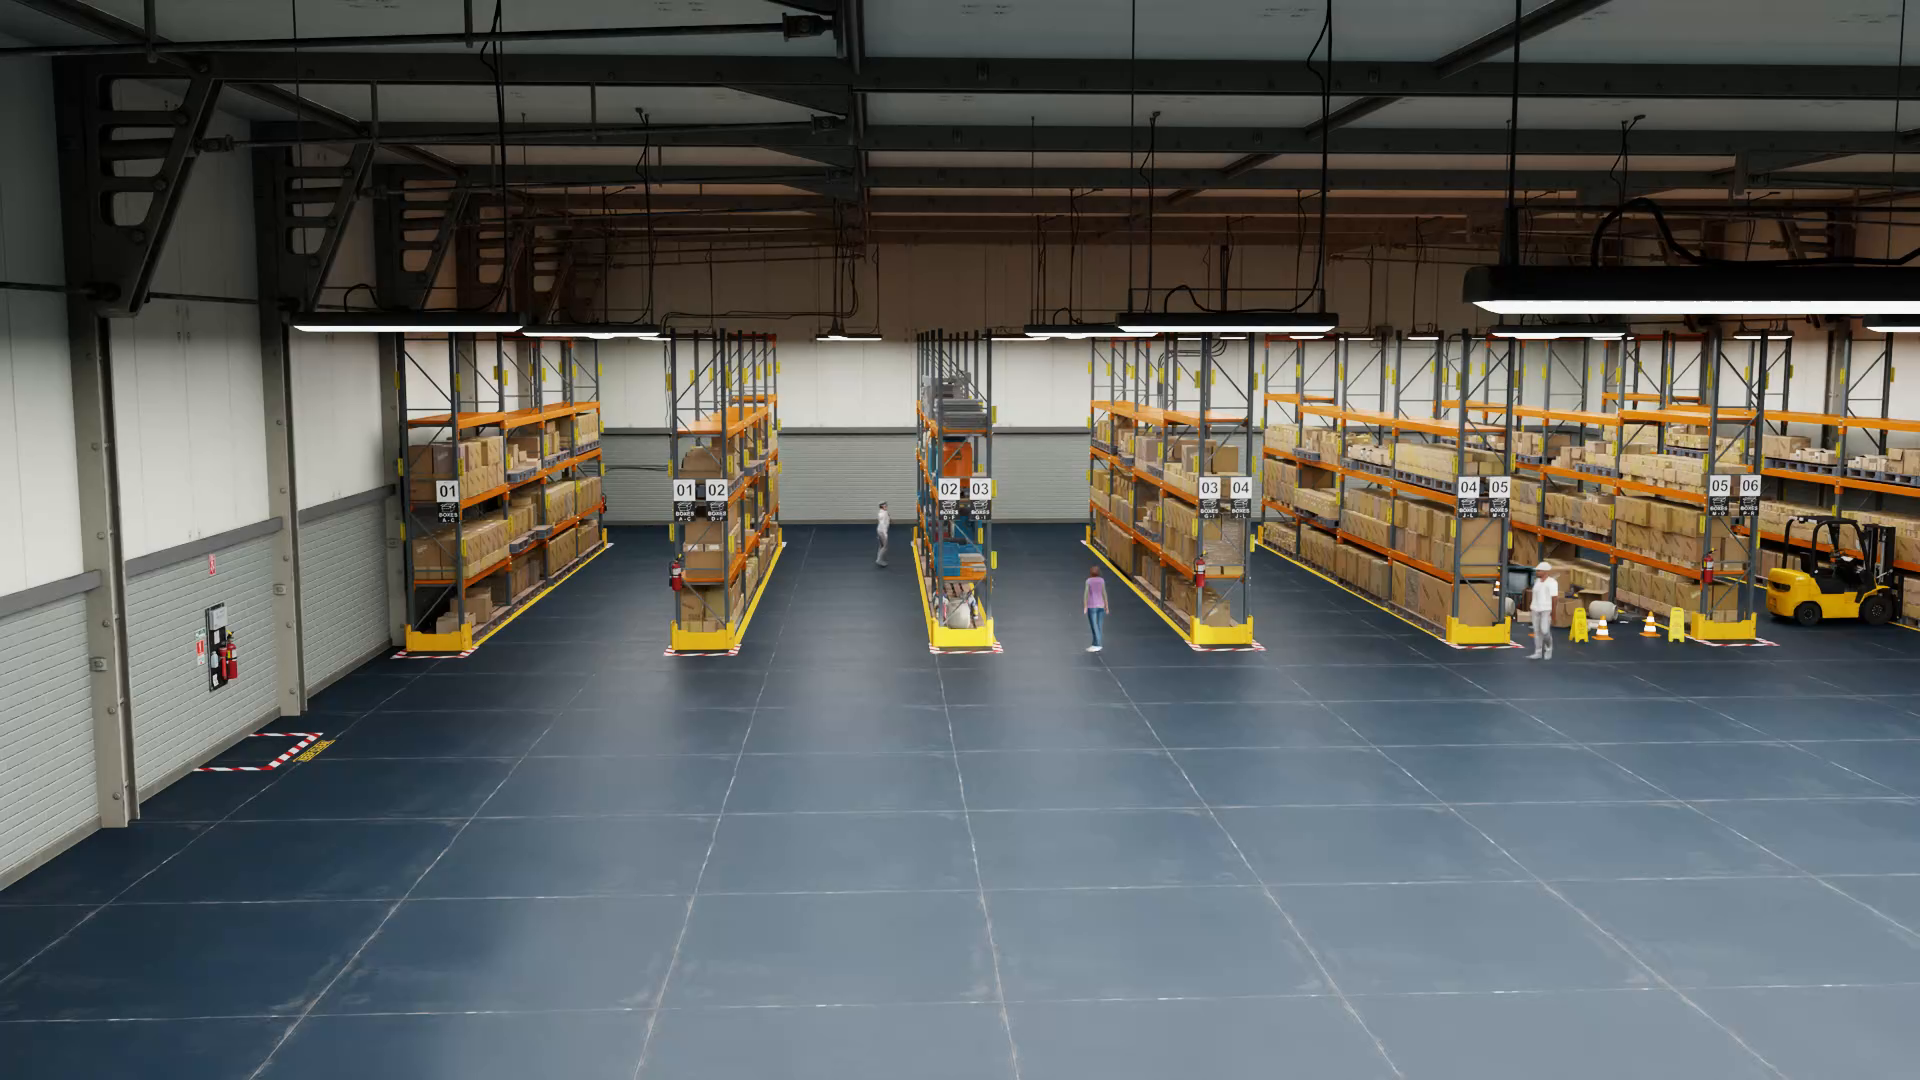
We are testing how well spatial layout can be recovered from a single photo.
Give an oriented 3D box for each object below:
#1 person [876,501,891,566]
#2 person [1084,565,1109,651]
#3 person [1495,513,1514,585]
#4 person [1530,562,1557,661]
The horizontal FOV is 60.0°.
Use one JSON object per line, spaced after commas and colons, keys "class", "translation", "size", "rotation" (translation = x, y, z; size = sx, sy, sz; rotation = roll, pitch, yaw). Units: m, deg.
{"class": "person", "translation": [-1.963, -0.174, 42.929], "size": [0.359, 1.671, 0.544], "rotation": [1, 7, 5]}
{"class": "person", "translation": [2.537, 1.271, 31.066], "size": [0.479, 1.608, 0.395], "rotation": [-3, 8, -26]}
{"class": "person", "translation": [12.888, 0.226, 39.078], "size": [0.607, 1.772, 0.600], "rotation": [-7, 9, -44]}
{"class": "person", "translation": [10.567, 1.294, 30.131], "size": [0.542, 1.786, 0.470], "rotation": [6, 9, 44]}
